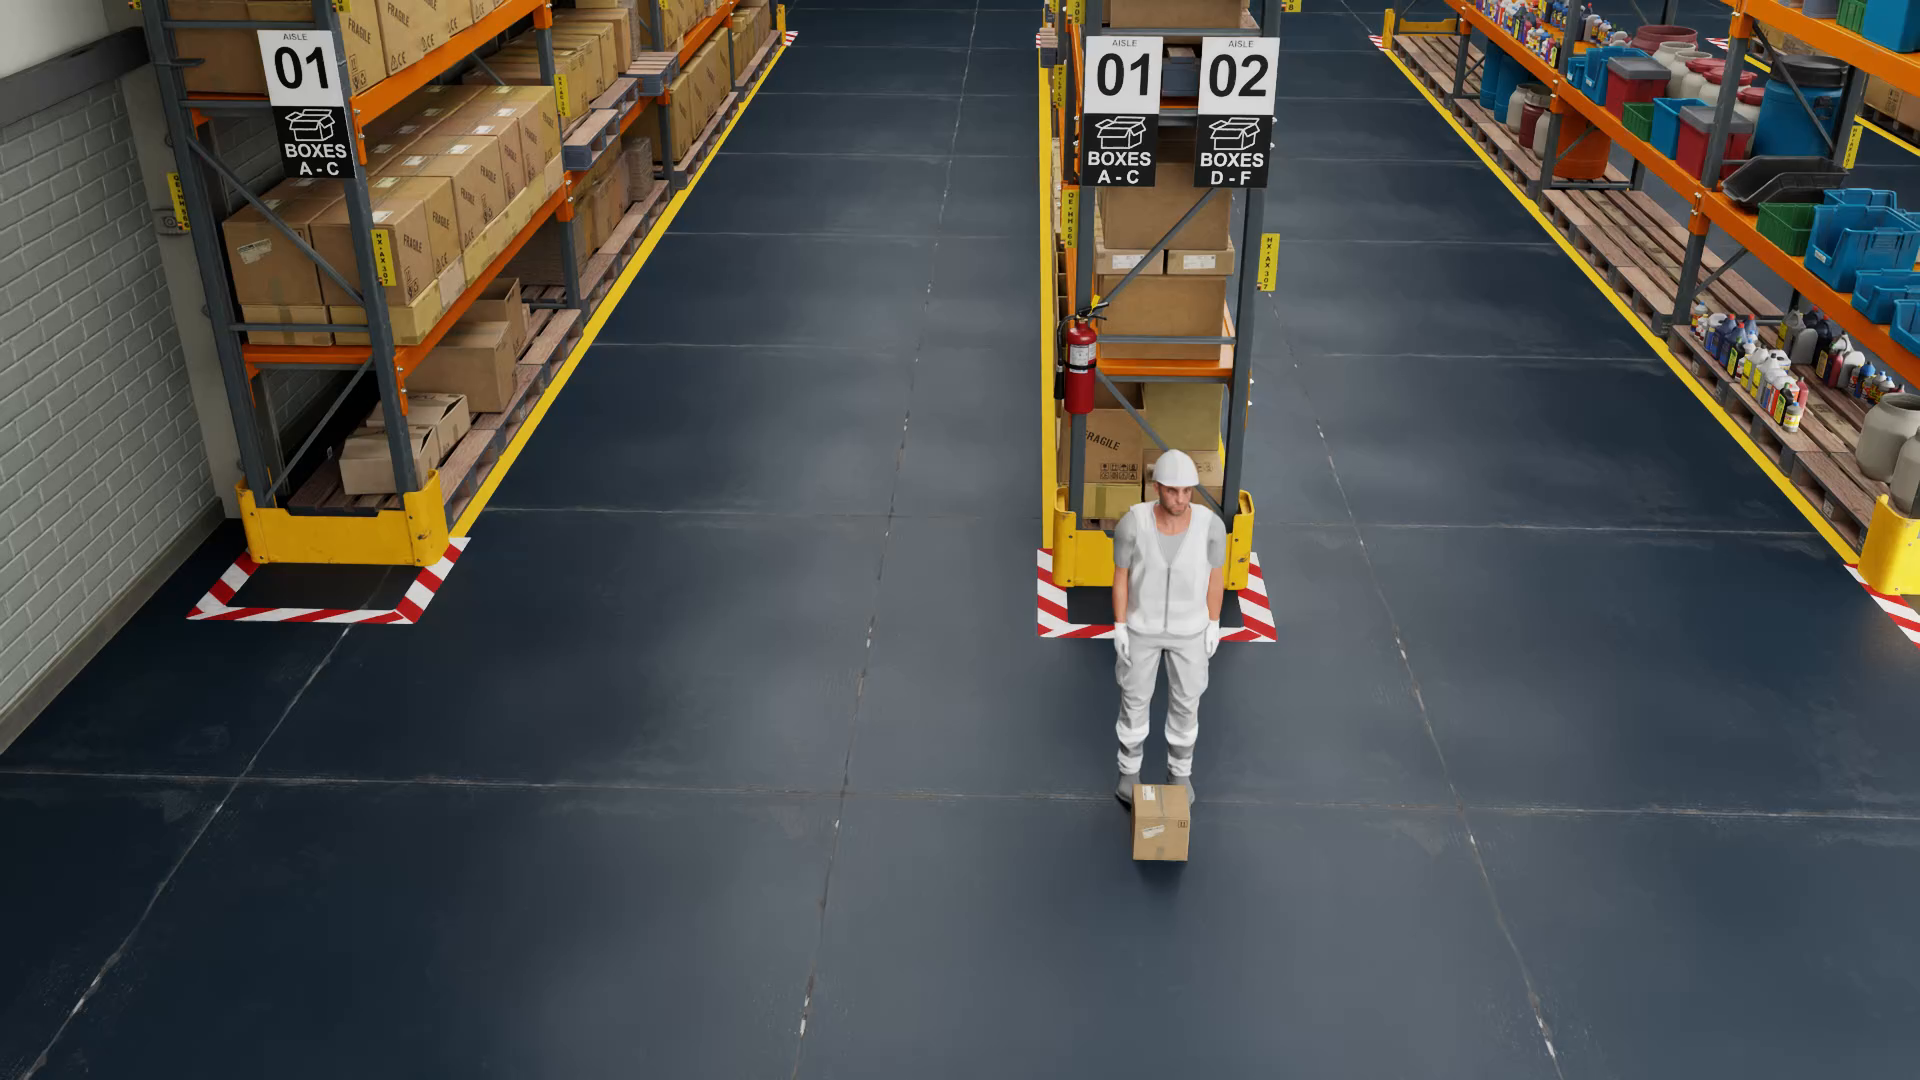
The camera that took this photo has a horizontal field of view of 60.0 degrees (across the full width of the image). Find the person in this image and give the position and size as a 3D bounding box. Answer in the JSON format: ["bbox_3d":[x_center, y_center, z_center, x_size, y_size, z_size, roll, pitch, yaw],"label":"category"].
[{"bbox_3d":[0.963,0.421,7.789,0.526,1.793,0.369,2,28,3],"label":"person"}]
